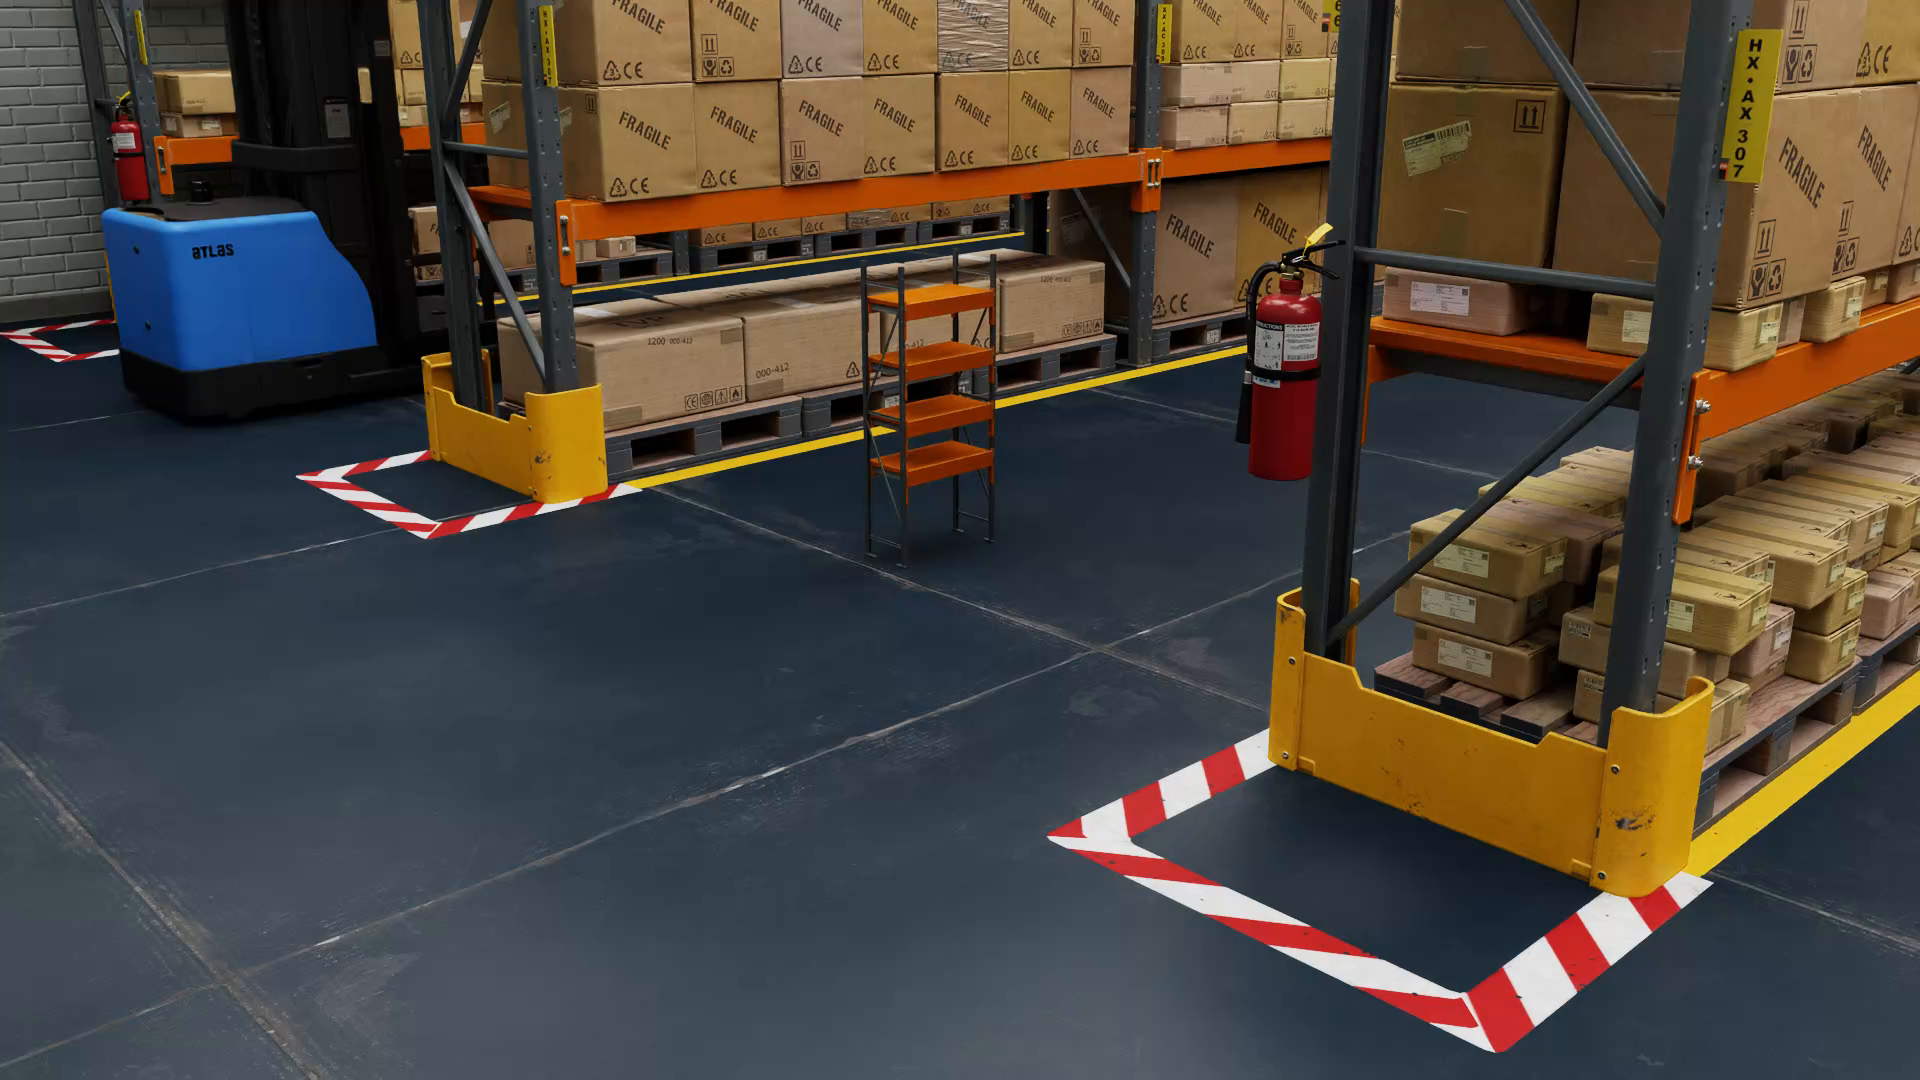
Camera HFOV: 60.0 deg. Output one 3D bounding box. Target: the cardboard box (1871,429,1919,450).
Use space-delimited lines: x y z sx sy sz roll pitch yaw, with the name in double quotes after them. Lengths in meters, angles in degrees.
3.482 -0.273 5.940 0.380 0.149 0.250 16 24 41 "cardboard box"

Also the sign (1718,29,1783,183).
1.738 -0.956 3.665 0.005 0.325 0.100 -16 24 -41 "sign"

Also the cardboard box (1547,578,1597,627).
1.779 0.130 5.178 0.250 0.149 0.380 -17 25 -42 "cardboard box"

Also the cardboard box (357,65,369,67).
-4.252 -3.416 12.416 0.500 0.250 0.500 -16 24 -41 "cardboard box"

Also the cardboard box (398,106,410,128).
-4.125 -3.015 11.829 0.380 0.149 0.250 17 25 42 "cardboard box"

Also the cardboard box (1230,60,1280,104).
1.670 -2.914 10.542 0.500 0.250 0.500 -16 24 -40 "cardboard box"

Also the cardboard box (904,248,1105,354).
0.267 -1.473 10.137 0.875 0.438 0.875 -17 24 -42 "cardboard box"

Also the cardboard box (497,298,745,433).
-1.699 -0.896 8.359 0.875 0.438 0.875 17 24 42 "cardboard box"

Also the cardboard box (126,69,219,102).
-5.371 -3.092 11.418 0.500 0.250 0.500 -15 23 -39 "cardboard box"

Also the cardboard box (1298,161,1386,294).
2.493 -2.322 12.046 0.875 0.875 0.875 -16 24 -40 "cardboard box"

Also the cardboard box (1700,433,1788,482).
2.725 -0.288 5.985 0.250 0.149 0.380 -16 24 -41 "cardboard box"

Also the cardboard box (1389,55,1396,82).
2.798 -3.233 11.525 0.500 0.250 0.500 -17 25 -42 "cardboard box"

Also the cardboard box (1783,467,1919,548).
2.922 -0.110 5.438 0.250 0.149 0.380 -16 24 -40 "cardboard box"

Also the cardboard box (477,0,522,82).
-1.923 -2.432 7.839 0.500 0.500 0.500 -15 23 -39 "cardboard box"

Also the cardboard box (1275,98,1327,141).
2.056 -2.779 10.934 0.500 0.250 0.500 -17 24 -41 "cardboard box"

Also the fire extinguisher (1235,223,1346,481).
0.865 -0.501 4.397 0.183 0.674 0.296 -16 24 -41 "fire extinguisher"

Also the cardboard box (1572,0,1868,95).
1.873 -1.366 4.068 0.500 0.500 0.500 -16 24 -41 "cardboard box"

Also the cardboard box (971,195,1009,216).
0.131 -3.433 16.081 0.500 0.500 0.500 -15 23 -39 "cardboard box"

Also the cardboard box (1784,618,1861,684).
2.536 0.294 5.155 0.250 0.149 0.380 -16 24 -40 "cardboard box"

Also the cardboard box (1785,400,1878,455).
3.314 -0.443 6.464 0.250 0.149 0.380 -17 25 -42 "cardboard box"

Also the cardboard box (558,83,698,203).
-1.564 -1.838 7.628 0.500 0.500 0.500 -17 24 -41 "cardboard box"

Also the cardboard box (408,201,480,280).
-3.912 -2.246 12.420 0.500 0.500 0.500 -16 24 -40 "cardboard box"

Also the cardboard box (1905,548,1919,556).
3.233 0.062 5.870 0.250 0.149 0.380 -16 24 -40 "cardboard box"

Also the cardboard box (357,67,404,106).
-4.276 -3.186 11.708 0.500 0.250 0.500 -17 24 -42 "cardboard box"

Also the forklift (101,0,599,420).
-3.318 -2.406 9.654 3.031 2.935 1.130 -17 25 -42 "forklift"

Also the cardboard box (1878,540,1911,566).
3.037 -0.050 5.736 0.250 0.149 0.380 -15 23 -38 "cardboard box"

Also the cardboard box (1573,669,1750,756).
1.965 0.452 4.669 0.250 0.149 0.380 -16 24 -40 "cardboard box"

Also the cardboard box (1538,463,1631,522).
2.130 -0.125 5.485 0.380 0.149 0.250 17 24 42 "cardboard box"

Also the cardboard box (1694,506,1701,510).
2.495 -0.100 5.887 0.250 0.149 0.380 -15 23 -38 "cardboard box"

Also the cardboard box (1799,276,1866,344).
2.214 -0.649 4.531 0.380 0.149 0.250 17 25 42 "cardboard box"

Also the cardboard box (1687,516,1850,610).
2.368 0.063 4.903 0.250 0.149 0.380 -16 24 -41 "cardboard box"

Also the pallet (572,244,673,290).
-3.116 -2.241 13.553 1.213 0.211 1.003 -16 24 -41 "pallet"

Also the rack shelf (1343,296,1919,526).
2.818 -0.747 5.591 4.000 0.370 1.077 -16 24 -41 "rack shelf"

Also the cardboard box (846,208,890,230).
-0.983 -3.103 15.065 0.500 0.500 0.500 17 24 42 "cardboard box"

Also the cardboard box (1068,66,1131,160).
0.636 -2.493 9.648 0.500 0.500 0.500 -16 24 -40 "cardboard box"

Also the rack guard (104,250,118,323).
-5.467 -1.692 11.392 0.348 0.500 1.175 -16 24 -41 "rack guard"

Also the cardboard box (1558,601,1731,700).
1.922 0.296 4.667 0.250 0.149 0.380 -15 23 -39 "cardboard box"

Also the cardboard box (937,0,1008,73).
-0.094 -2.746 8.809 0.500 0.500 0.500 -16 24 -40 "cardboard box"

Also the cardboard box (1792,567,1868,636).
2.538 0.149 5.121 0.250 0.149 0.380 -15 23 -39 "cardboard box"

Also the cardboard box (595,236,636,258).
-2.819 -2.372 13.379 0.380 0.149 0.250 17 25 42 "cardboard box"

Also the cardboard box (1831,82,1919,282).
2.252 -1.007 4.582 0.500 0.500 0.500 -16 24 -41 "cardboard box"

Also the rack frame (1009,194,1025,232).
0.290 -4.560 16.185 0.127 3.000 1.000 -16 24 -41 "rack frame"

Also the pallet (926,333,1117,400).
0.191 -1.131 10.130 1.213 0.211 1.003 -16 24 -41 "pallet"

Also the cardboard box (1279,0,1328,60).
2.031 -3.373 10.740 0.500 0.500 0.500 -17 25 -42 "cardboard box"

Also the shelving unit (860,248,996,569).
-0.120 -0.536 6.691 0.503 1.200 0.258 -16 24 -41 "shelving unit"

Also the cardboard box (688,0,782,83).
-1.194 -2.425 7.818 0.500 0.500 0.500 -17 25 -42 "cardboard box"

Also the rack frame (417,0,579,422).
-2.110 -1.753 7.529 0.127 3.000 1.000 -16 24 -41 "rack frame"

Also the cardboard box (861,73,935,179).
-0.481 -2.165 8.637 0.500 0.500 0.500 -15 23 -39 "cardboard box"

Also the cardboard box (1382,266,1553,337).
1.408 -0.678 4.620 0.250 0.149 0.380 -16 24 -41 "cardboard box"

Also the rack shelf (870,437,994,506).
-0.120 -0.283 6.773 0.480 0.148 0.258 -16 24 -41 "rack shelf"

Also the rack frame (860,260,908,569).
-0.298 -0.484 6.532 0.015 1.200 0.240 -16 24 -41 "rack frame"

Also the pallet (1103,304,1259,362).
1.306 -1.455 11.129 1.213 0.211 1.003 -16 24 -41 "pallet"

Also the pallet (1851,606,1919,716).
2.921 0.224 5.953 1.213 0.211 1.003 -16 24 -41 "pallet"

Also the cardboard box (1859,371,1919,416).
3.879 -0.613 6.989 0.250 0.149 0.380 -15 23 -39 "cardboard box"

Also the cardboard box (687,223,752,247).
-2.110 -2.775 14.053 0.500 0.500 0.500 -15 23 -38 "cardboard box"

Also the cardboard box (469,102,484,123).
-3.661 -3.209 12.425 0.250 0.149 0.380 -16 24 -40 "cardboard box"

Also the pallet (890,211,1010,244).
-0.278 -3.084 16.154 1.213 0.211 1.003 -16 24 -41 "pallet"

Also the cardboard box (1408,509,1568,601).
1.575 0.039 4.978 0.250 0.149 0.380 -16 24 -40 "cardboard box"

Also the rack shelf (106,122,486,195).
-4.069 -2.946 12.375 4.000 0.370 1.077 -16 24 -41 "rack shelf"
